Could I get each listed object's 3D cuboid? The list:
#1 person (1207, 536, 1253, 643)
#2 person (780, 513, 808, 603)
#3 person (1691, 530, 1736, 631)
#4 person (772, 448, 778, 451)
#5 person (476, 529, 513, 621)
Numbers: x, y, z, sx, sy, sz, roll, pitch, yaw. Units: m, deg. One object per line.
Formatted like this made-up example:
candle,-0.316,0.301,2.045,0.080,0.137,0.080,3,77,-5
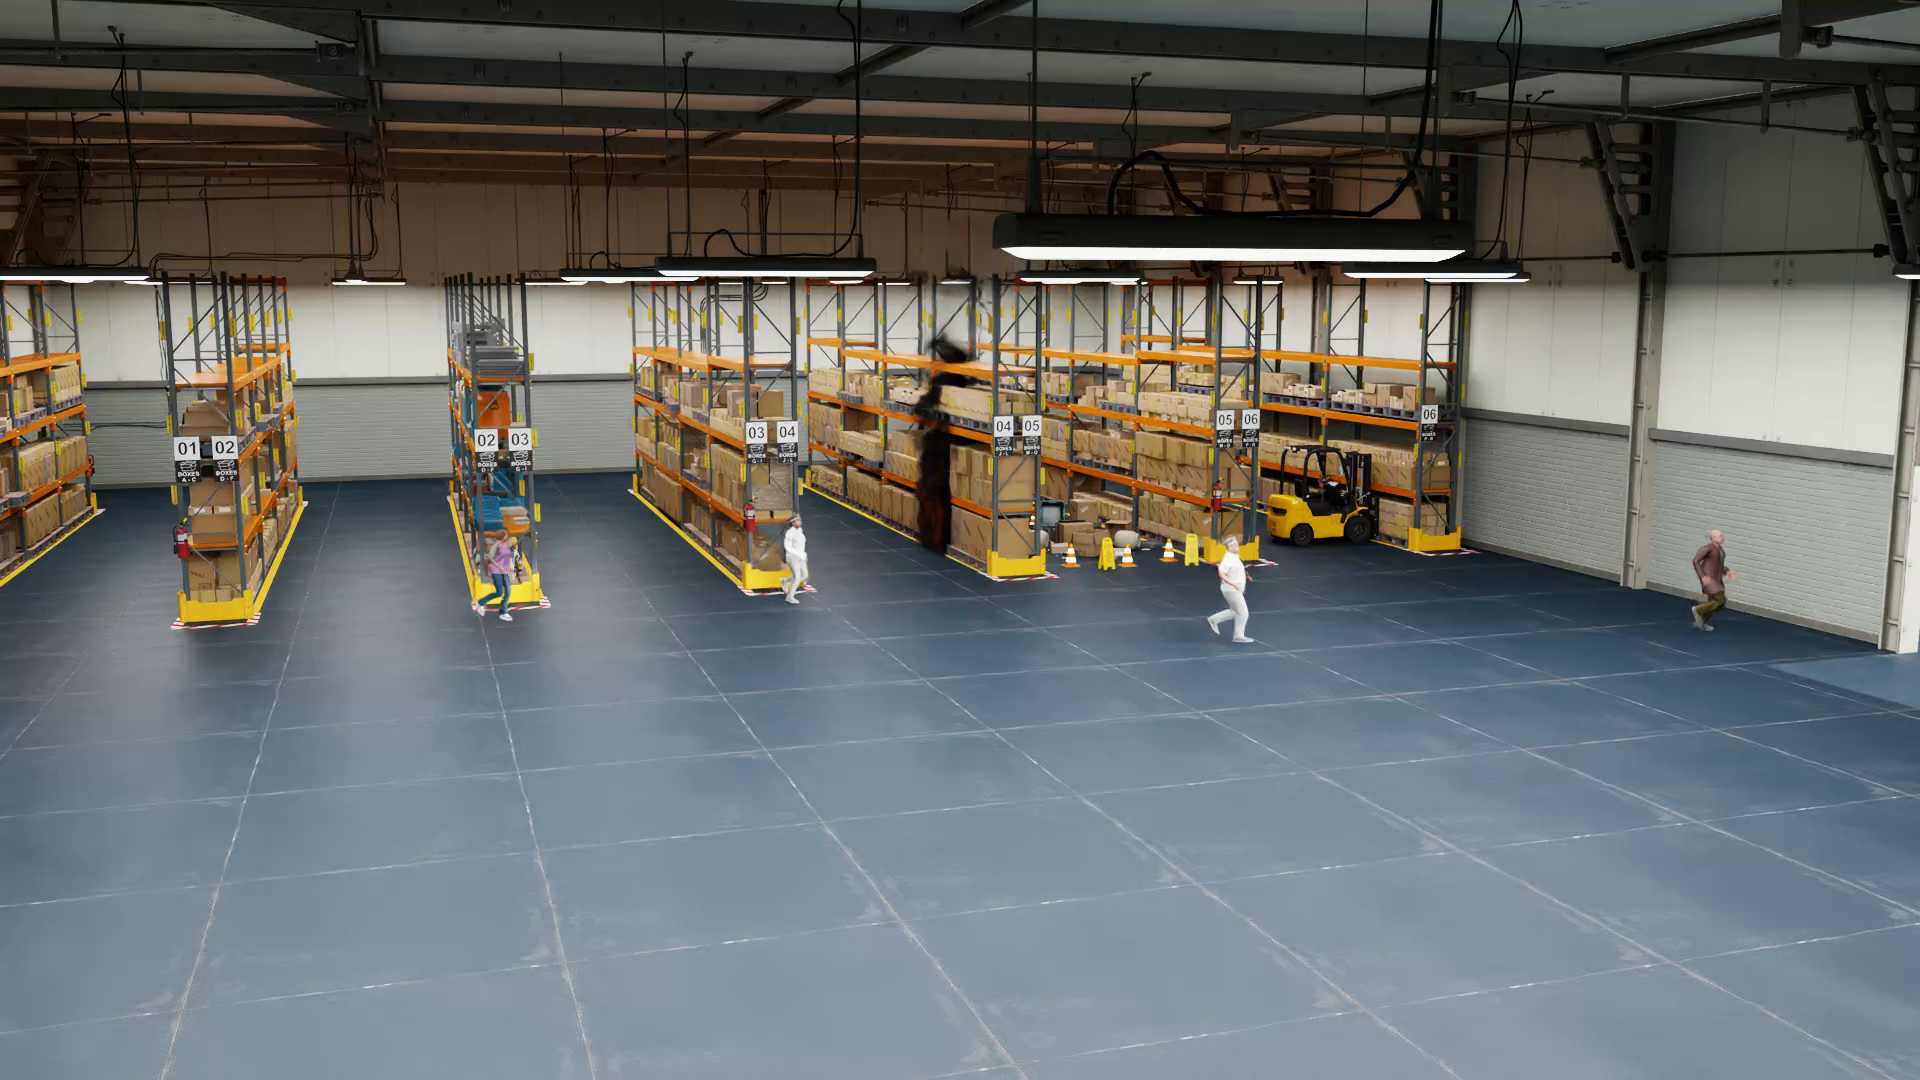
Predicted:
person,4.403,0.795,27.063,0.779,1.735,0.672,3,9,17
person,-3.036,0.321,30.565,0.618,1.666,0.646,4,9,24
person,12.641,0.685,27.895,0.660,1.714,0.632,-7,11,-40
person,-5.467,-2.263,47.398,0.754,1.706,0.750,0,9,0
person,-8.065,0.588,29.082,0.678,1.572,0.598,2,9,15
